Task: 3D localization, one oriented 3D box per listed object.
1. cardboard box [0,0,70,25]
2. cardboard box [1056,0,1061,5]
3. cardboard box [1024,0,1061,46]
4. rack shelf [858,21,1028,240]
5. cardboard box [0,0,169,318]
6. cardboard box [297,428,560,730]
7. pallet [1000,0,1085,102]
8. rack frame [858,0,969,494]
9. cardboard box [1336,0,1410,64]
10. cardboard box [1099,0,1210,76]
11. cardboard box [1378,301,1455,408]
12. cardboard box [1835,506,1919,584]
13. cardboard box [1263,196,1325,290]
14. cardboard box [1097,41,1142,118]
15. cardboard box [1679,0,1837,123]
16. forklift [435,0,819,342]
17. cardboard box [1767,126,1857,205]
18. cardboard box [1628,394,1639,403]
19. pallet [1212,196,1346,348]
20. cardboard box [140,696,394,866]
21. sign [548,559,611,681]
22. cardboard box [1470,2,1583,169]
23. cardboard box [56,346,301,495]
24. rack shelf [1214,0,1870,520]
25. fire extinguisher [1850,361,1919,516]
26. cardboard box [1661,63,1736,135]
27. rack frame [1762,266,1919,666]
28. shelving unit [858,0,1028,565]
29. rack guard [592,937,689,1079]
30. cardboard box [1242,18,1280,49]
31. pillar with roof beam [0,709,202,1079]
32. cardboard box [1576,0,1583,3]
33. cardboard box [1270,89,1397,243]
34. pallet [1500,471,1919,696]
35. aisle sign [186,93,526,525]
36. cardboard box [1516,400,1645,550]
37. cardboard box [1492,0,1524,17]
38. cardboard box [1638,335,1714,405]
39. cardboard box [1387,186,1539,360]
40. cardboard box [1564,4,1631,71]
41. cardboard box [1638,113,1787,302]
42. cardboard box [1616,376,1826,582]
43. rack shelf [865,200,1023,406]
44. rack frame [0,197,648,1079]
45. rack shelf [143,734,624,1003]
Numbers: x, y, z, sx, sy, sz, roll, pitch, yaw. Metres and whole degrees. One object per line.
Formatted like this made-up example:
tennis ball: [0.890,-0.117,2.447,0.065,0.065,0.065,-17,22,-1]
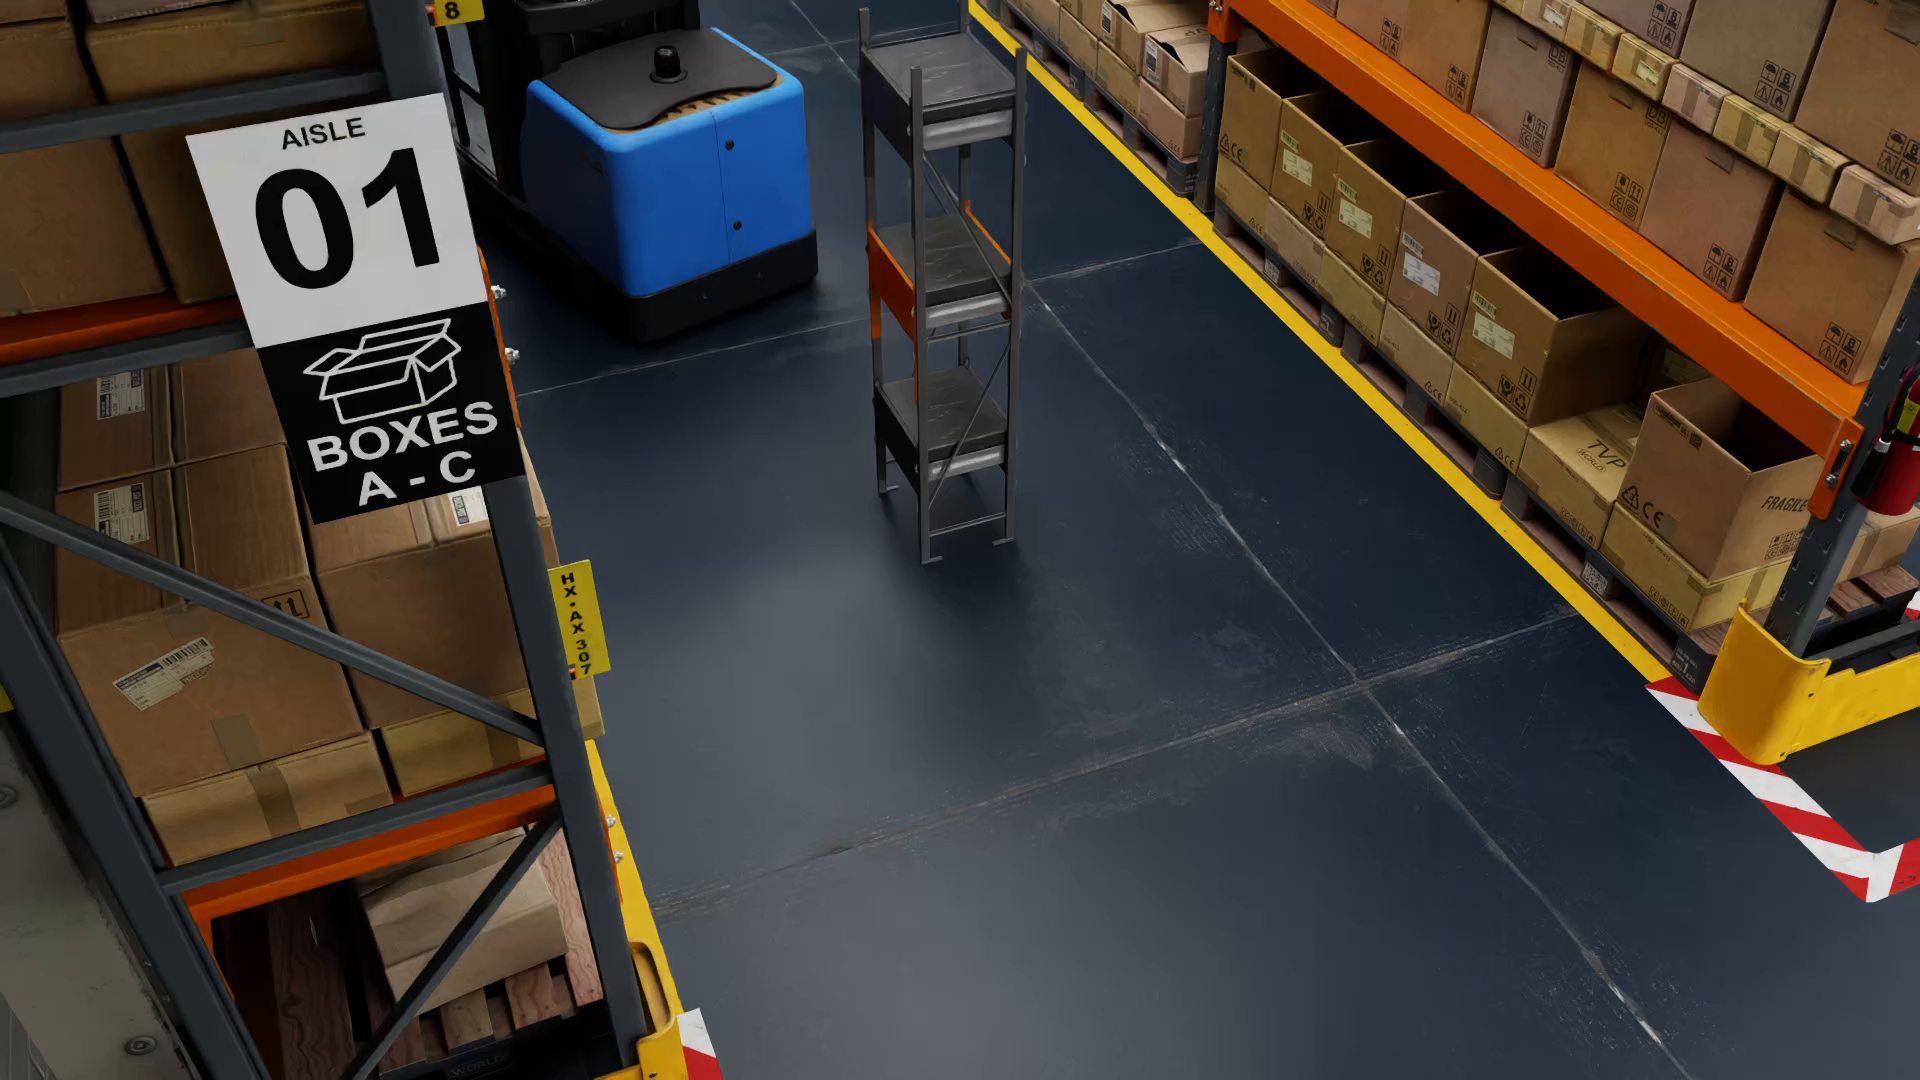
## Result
cardboard box: [-1.731,-1.116,2.587,0.500,0.500,0.500,-13,42,-15]
cardboard box: [0.718,-3.425,9.789,0.500,0.311,0.500,-16,43,-17]
cardboard box: [0.713,-3.221,9.982,0.500,0.250,0.500,-14,43,-16]
rack shelf: [-0.063,-1.416,5.734,0.431,0.518,0.480,-15,43,-17]
cardboard box: [-1.718,-0.730,2.906,0.500,0.500,0.500,-12,42,-14]
cardboard box: [-1.229,0.043,3.924,0.500,0.500,0.500,-15,43,-17]
pallet: [0.932,-3.120,10.216,1.003,0.211,1.213,-15,43,-17]
rack frame: [-0.157,-1.043,6.352,0.400,2.100,0.015,-15,43,-17]
cardboard box: [2.104,-2.463,7.237,0.700,0.500,0.500,-16,43,-17]
cardboard box: [1.096,-2.820,9.086,0.500,0.311,0.500,-14,43,-16]
cardboard box: [2.188,-0.864,7.241,0.500,0.250,0.500,-15,43,-17]
cardboard box: [3.251,-0.093,6.344,0.500,0.250,0.500,-15,43,-17]
cardboard box: [1.804,-1.466,7.941,0.500,0.250,0.500,-15,43,-17]
cardboard box: [1.102,-2.606,9.267,0.500,0.250,0.500,-16,43,-18]
cardboard box: [2.858,-1.759,5.423,0.700,0.500,0.500,-16,43,-18]
forklift: [-1.994,-2.938,7.918,1.130,2.935,3.031,-27,47,-28]
cardboard box: [2.827,-1.221,5.295,0.380,0.149,0.250,-14,43,-16]
cardboard box: [2.866,-0.694,7.043,0.500,0.250,0.500,-15,43,-17]
pallet: [1.986,-1.460,8.286,1.003,0.211,1.213,-15,43,-17]
cardboard box: [-1.682,0.457,4.018,0.500,0.250,0.500,-15,43,-16]
sign: [-0.823,0.177,3.580,0.100,0.325,0.005,-15,43,-17]
cardboard box: [2.489,-1.852,6.526,0.700,0.500,0.500,-14,43,-16]
cardboard box: [-1.885,-0.131,4.126,0.500,0.500,0.500,-15,43,-16]
rack shelf: [2.486,-1.529,6.780,1.077,0.370,4.000,-15,43,-17]
fire extinguisher: [2.867,-0.381,4.952,0.296,0.674,0.183,-15,43,-17]
cardboard box: [2.635,-1.527,5.651,0.380,0.149,0.250,-15,43,-16]
rack frame: [3.251,-0.597,5.144,1.000,3.000,0.127,-15,43,-17]
shelving unit: [-0.063,-0.896,6.181,0.431,2.100,0.503,-15,43,-17]
rack guard: [-1.353,1.543,4.573,1.175,0.500,0.348,-15,43,-17]
cardboard box: [1.793,-2.647,8.885,0.500,0.311,0.500,-15,43,-17]
pillar with roof beam: [1.586,-2.914,3.237,9.100,9.000,0.400,-15,43,-17]
cardboard box: [2.472,-2.364,6.127,0.700,0.500,0.500,-15,43,-17]
cardboard box: [1.807,-1.751,7.698,0.500,0.500,0.500,-15,43,-17]
pallet: [2.920,0.010,6.577,1.003,0.211,1.213,-15,43,-17]
aisle sign: [-1.020,-0.376,2.893,0.394,0.787,0.004,-15,43,-17]
cardboard box: [2.570,-0.262,6.540,0.500,0.250,0.500,-15,43,-17]
cardboard box: [2.240,-2.148,6.374,0.380,0.149,0.250,-15,43,-17]
cardboard box: [3.058,-0.678,6.449,0.500,0.500,0.500,-15,43,-17]
cardboard box: [2.185,-1.147,6.995,0.500,0.500,0.500,-15,43,-17]
cardboard box: [2.432,-1.843,6.019,0.380,0.149,0.250,-14,43,-16]
cardboard box: [2.879,-1.235,5.809,0.700,0.500,0.500,-14,43,-16]
cardboard box: [2.771,-0.247,5.948,0.500,0.500,0.500,-15,43,-17]
rack shelf: [-0.063,-0.886,6.190,0.431,0.518,0.480,-15,43,-17]
rack frame: [-1.324,0.641,3.704,1.000,3.000,0.127,-15,43,-17]
rack shelf: [-2.090,-0.291,5.340,1.077,0.370,4.000,-15,43,-17]
